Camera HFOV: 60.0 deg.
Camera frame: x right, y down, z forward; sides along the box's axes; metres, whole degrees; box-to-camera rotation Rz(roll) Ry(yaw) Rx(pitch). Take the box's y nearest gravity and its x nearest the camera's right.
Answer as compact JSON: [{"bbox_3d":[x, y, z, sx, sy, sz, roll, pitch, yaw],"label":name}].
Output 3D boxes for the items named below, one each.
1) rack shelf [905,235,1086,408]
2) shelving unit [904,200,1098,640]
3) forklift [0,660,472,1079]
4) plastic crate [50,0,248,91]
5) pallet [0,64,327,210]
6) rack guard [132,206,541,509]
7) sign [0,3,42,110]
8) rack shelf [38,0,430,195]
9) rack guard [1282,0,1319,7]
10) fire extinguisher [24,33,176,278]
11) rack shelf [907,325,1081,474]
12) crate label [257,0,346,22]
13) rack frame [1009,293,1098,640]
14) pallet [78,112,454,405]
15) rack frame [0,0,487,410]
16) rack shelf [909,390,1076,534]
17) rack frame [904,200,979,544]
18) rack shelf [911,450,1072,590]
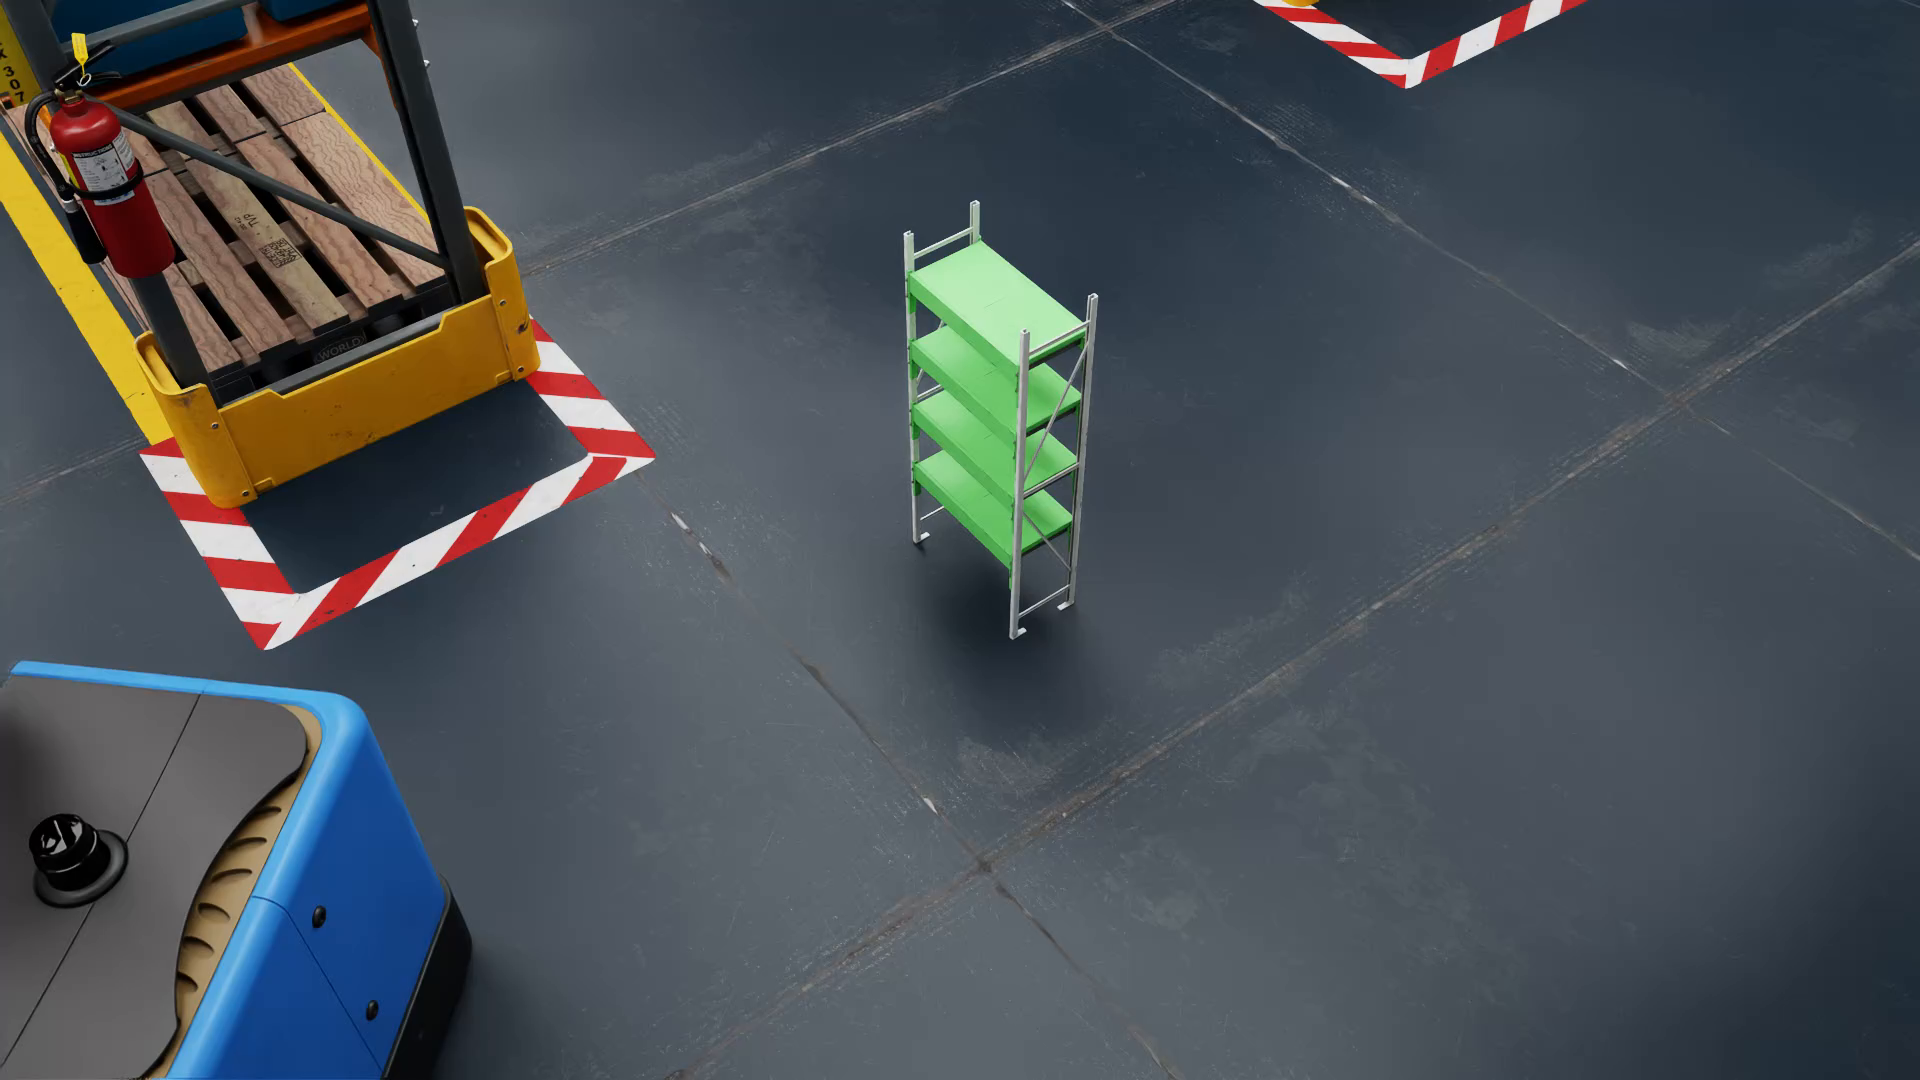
[{"bbox_3d":[0.100,-0.585,4.409,0.258,0.148,0.480,-29,54,-24],"label":"rack shelf"},{"bbox_3d":[0.100,-0.305,4.717,0.258,1.200,0.503,-29,54,-24],"label":"shelving unit"},{"bbox_3d":[-2.791,0.286,3.012,3.031,2.935,1.130,5,48,5],"label":"forklift"},{"bbox_3d":[-2.383,-1.604,4.615,0.616,0.435,0.499,-29,54,-24],"label":"plastic crate"},{"bbox_3d":[-3.235,-1.745,6.689,1.003,0.211,1.213,-29,54,-24],"label":"pallet"},{"bbox_3d":[-2.007,-0.611,5.466,1.175,0.500,0.348,-29,54,-24],"label":"rack guard"},{"bbox_3d":[-2.460,-1.257,4.255,0.100,0.325,0.005,-29,54,-24],"label":"sign"},{"bbox_3d":[-3.243,-2.396,5.883,1.077,0.370,4.000,-29,54,-24],"label":"rack shelf"},{"bbox_3d":[1.867,-2.884,7.527,1.175,0.500,0.348,-29,54,-24],"label":"rack guard"},{"bbox_3d":[-2.302,-1.015,4.449,0.296,0.674,0.183,-29,54,-24],"label":"fire extinguisher"},{"bbox_3d":[0.100,-0.424,4.587,0.258,0.148,0.480,-29,54,-24],"label":"rack shelf"},{"bbox_3d":[-1.919,-1.716,4.853,0.416,0.233,0.303,-29,54,-24],"label":"crate label"},{"bbox_3d":[0.248,-0.162,4.587,0.240,1.200,0.015,-29,54,-24],"label":"rack frame"},{"bbox_3d":[-2.500,-1.026,6.037,1.003,0.211,1.213,-29,54,-24],"label":"pallet"},{"bbox_3d":[-2.032,-1.459,4.548,1.000,3.000,0.127,-29,54,-24],"label":"rack frame"},{"bbox_3d":[0.100,-0.262,4.764,0.258,0.148,0.480,-29,54,-24],"label":"rack shelf"},{"bbox_3d":[-0.048,-0.449,4.847,0.240,1.200,0.015,-29,54,-24],"label":"rack frame"},{"bbox_3d":[0.100,-0.101,4.942,0.258,0.148,0.480,-29,54,-24],"label":"rack shelf"}]
